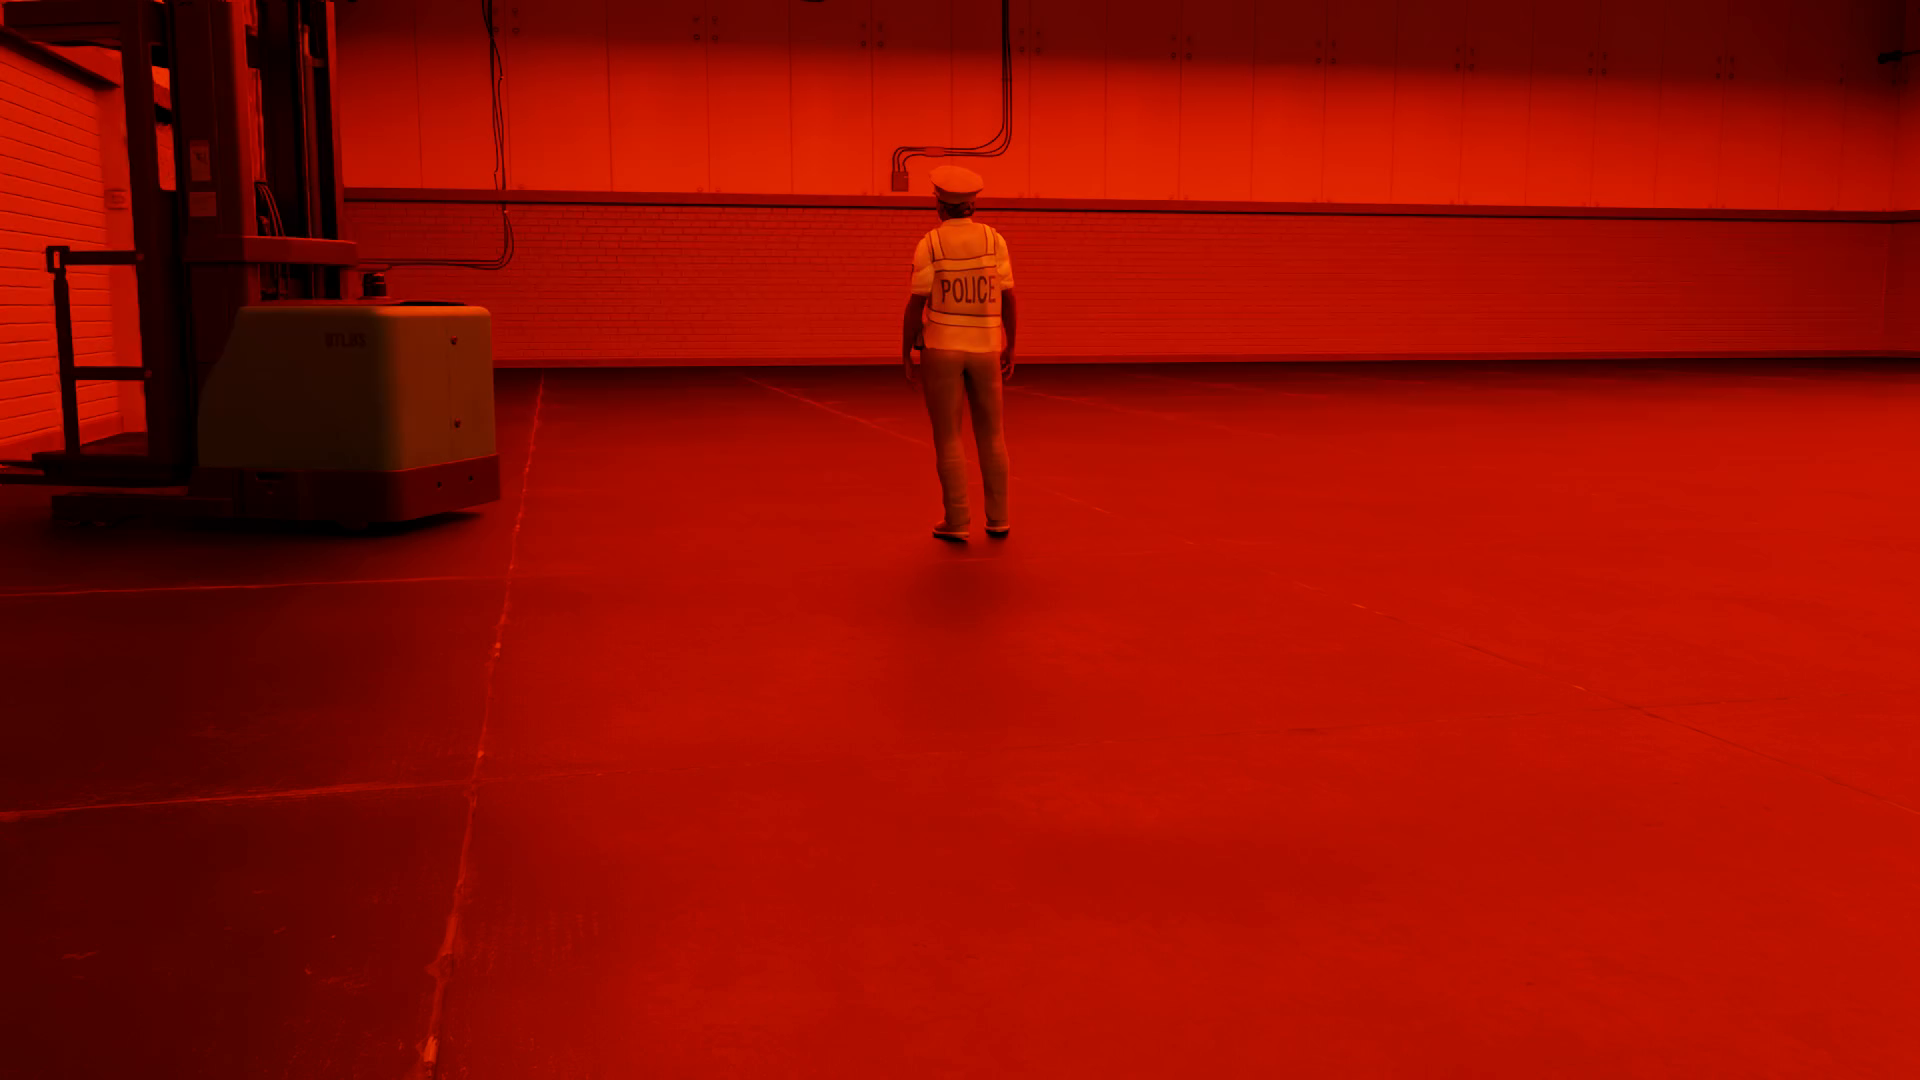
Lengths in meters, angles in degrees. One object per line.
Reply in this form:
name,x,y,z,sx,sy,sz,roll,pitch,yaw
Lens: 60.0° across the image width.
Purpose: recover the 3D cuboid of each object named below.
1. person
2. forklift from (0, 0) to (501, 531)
person,0.001,-0.857,7.666,0.570,1.697,0.528,-2,8,-13
forklift,-3.973,-1.579,8.411,3.031,2.935,1.130,2,8,13
